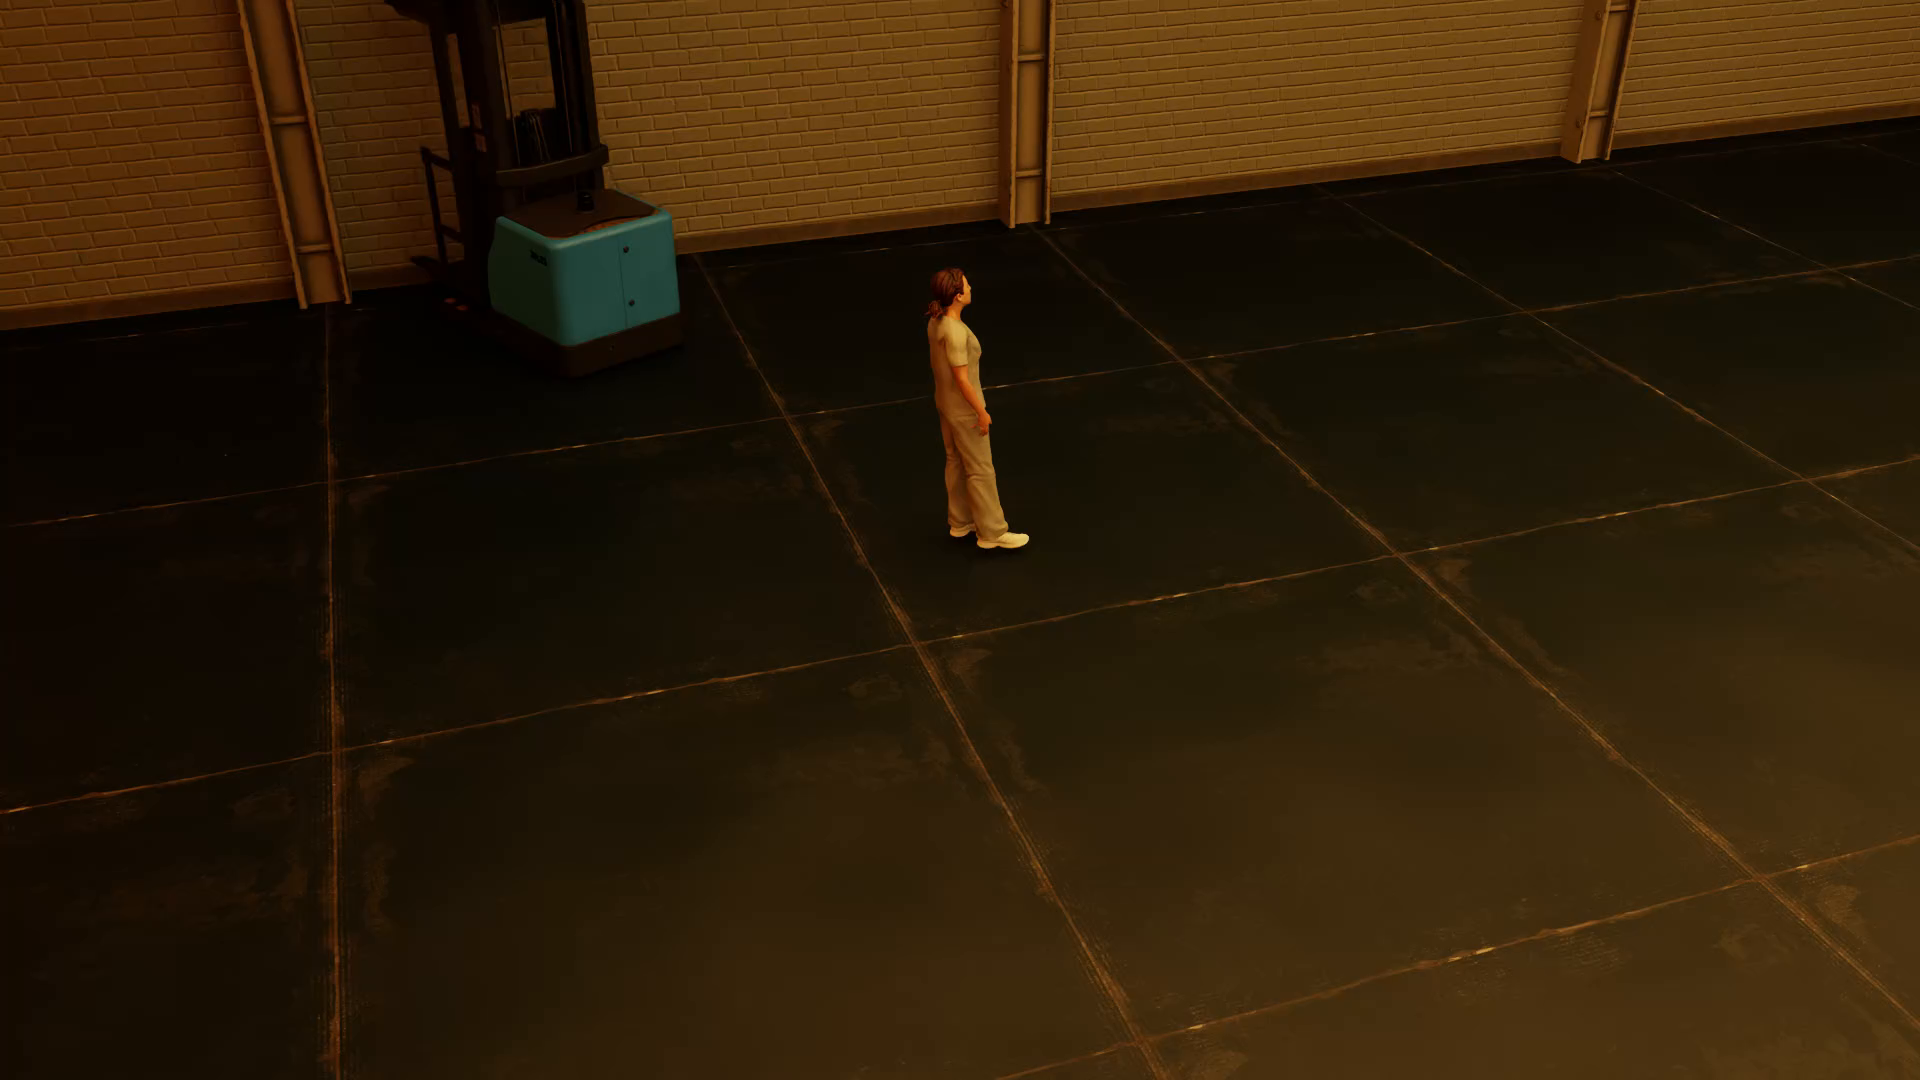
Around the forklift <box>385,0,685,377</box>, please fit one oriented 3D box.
[{"bbox_3d":[-3.435,-3.081,12.442,1.130,2.935,3.031,-25,38,-36],"label":"forklift"}]

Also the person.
[{"bbox_3d":[0.074,-0.773,9.593,0.549,1.675,0.549,-10,31,-16],"label":"person"}]
